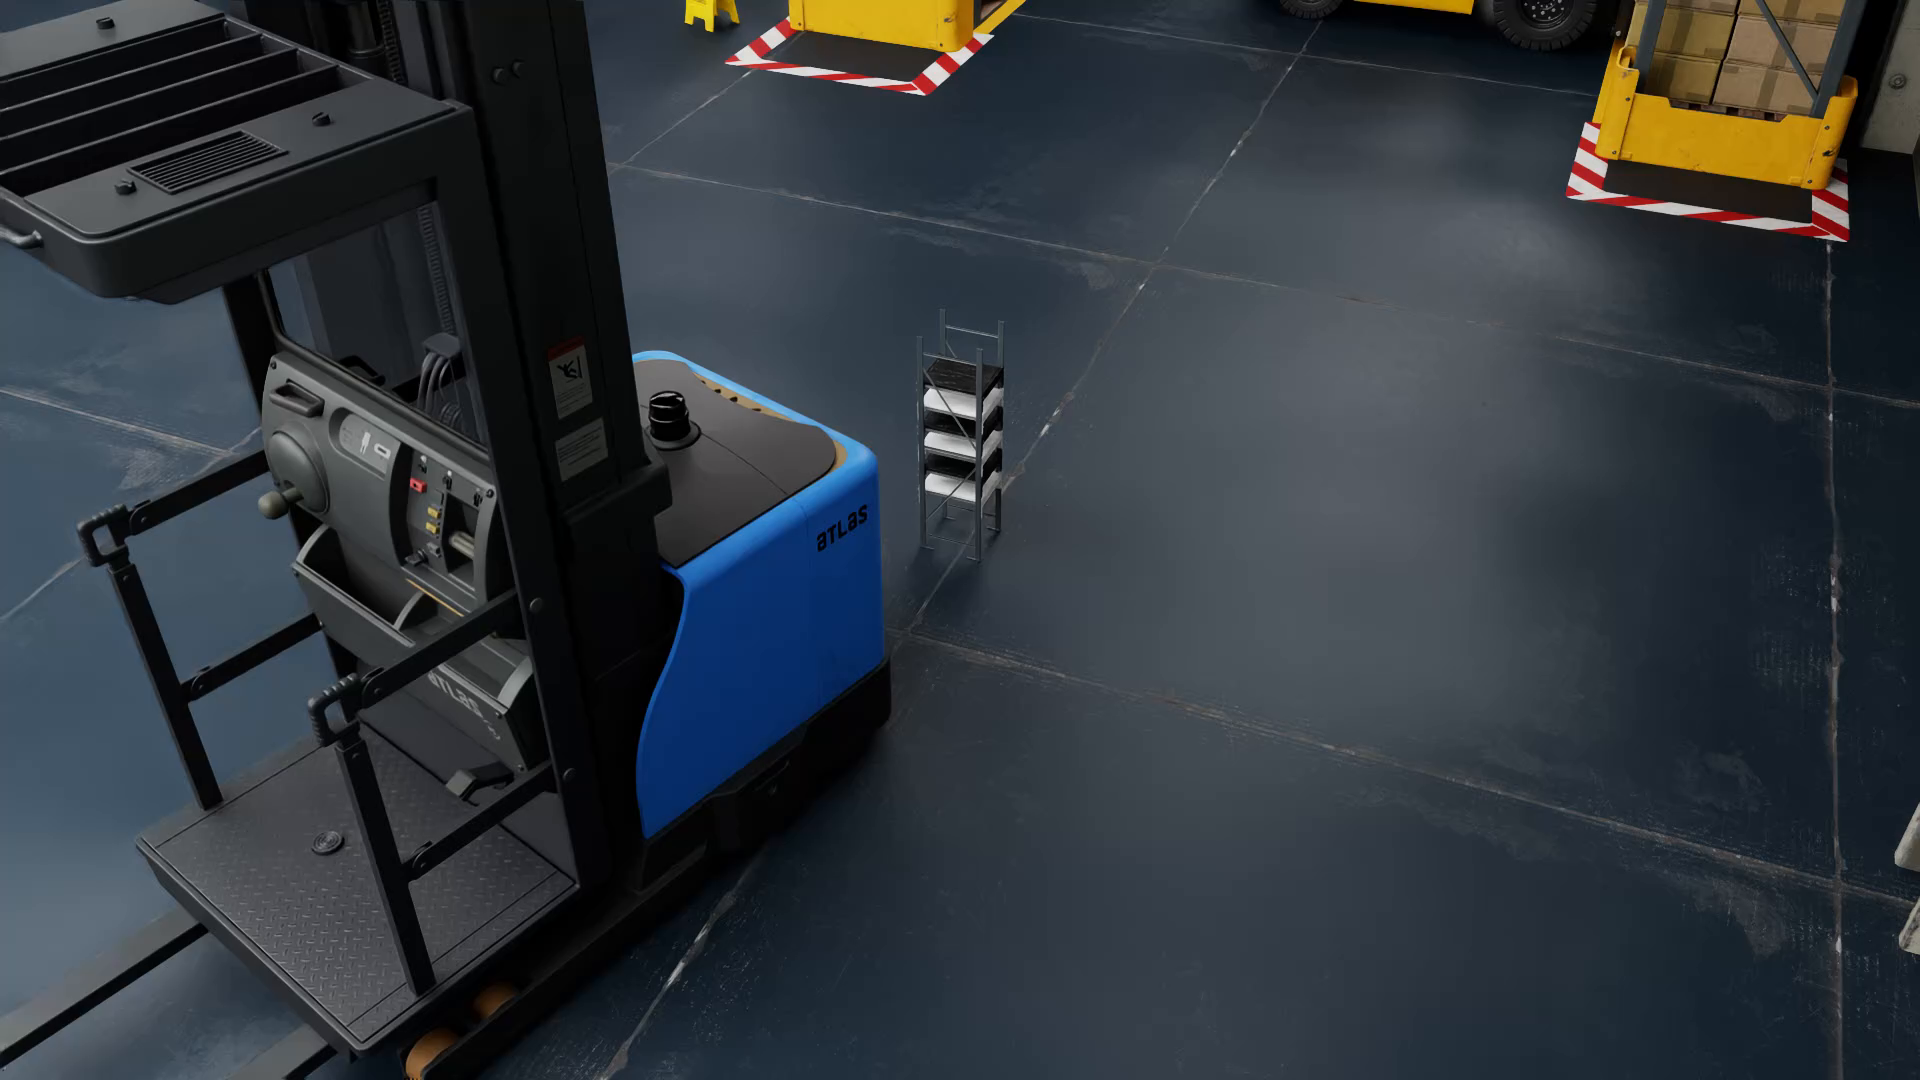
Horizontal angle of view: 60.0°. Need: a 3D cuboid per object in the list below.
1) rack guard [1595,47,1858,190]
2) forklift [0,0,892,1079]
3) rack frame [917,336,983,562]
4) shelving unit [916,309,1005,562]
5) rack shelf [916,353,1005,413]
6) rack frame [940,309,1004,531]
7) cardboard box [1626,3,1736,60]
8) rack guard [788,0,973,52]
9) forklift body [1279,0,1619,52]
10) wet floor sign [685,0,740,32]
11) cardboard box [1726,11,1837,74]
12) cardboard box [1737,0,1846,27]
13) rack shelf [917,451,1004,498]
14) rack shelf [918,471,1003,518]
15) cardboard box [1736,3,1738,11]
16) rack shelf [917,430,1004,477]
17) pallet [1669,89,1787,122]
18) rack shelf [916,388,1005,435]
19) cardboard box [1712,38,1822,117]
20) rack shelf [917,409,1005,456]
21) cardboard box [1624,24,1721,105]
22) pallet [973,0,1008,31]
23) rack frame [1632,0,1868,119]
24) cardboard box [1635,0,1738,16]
[{"bbox_3d":[4.052,-2.247,8.839,1.175,0.500,0.348,14,39,18],"label":"rack guard"},{"bbox_3d":[-1.551,-0.080,3.909,1.130,2.935,3.031,27,44,31],"label":"forklift"},{"bbox_3d":[-0.036,-0.309,5.911,0.240,0.900,0.006,14,39,18],"label":"rack frame"},{"bbox_3d":[0.003,-0.365,5.987,0.258,0.900,0.210,14,39,18],"label":"shelving unit"},{"bbox_3d":[0.003,-0.554,5.845,0.258,0.077,0.200,14,39,18],"label":"rack shelf"},{"bbox_3d":[0.042,-0.421,6.062,0.240,0.900,0.006,14,39,18],"label":"rack frame"},{"bbox_3d":[3.957,-2.870,9.112,0.500,0.250,0.500,13,39,17],"label":"cardboard box"},{"bbox_3d":[-0.502,-3.431,10.423,1.175,0.500,0.348,14,39,18],"label":"rack guard"},{"bbox_3d":[3.095,-4.387,10.323,2.313,2.155,1.214,14,39,18],"label":"forklift body"},{"bbox_3d":[-1.593,-3.586,10.509,0.267,0.644,0.232,29,45,33],"label":"wet floor sign"},{"bbox_3d":[4.432,-2.742,8.941,0.500,0.250,0.500,15,39,19],"label":"cardboard box"},{"bbox_3d":[4.419,-2.952,8.805,0.500,0.250,0.500,13,39,17],"label":"cardboard box"},{"bbox_3d":[0.003,-0.266,6.060,0.258,0.077,0.200,14,39,18],"label":"rack shelf"},{"bbox_3d":[0.003,-0.194,6.114,0.258,0.077,0.200,14,39,18],"label":"rack shelf"},{"bbox_3d":[4.612,-3.022,9.316,0.500,0.250,0.500,13,39,17],"label":"cardboard box"},{"bbox_3d":[0.003,-0.338,6.007,0.258,0.077,0.200,14,39,18],"label":"rack shelf"},{"bbox_3d":[4.313,-2.578,9.522,1.003,0.211,1.213,14,39,18],"label":"pallet"},{"bbox_3d":[0.003,-0.482,5.899,0.258,0.077,0.200,14,39,18],"label":"rack shelf"},{"bbox_3d":[4.429,-2.556,9.110,0.500,0.250,0.500,14,39,18],"label":"cardboard box"},{"bbox_3d":[0.003,-0.410,5.953,0.258,0.077,0.200,14,39,18],"label":"rack shelf"},{"bbox_3d":[3.947,-2.661,9.250,0.500,0.250,0.500,14,39,18],"label":"cardboard box"},{"bbox_3d":[-0.160,-3.757,11.101,1.003,0.211,1.213,14,39,18],"label":"pallet"},{"bbox_3d":[4.061,-3.262,8.108,1.000,3.000,0.127,14,39,18],"label":"rack frame"},{"bbox_3d":[3.948,-3.055,8.943,0.500,0.250,0.500,15,39,19],"label":"cardboard box"}]
